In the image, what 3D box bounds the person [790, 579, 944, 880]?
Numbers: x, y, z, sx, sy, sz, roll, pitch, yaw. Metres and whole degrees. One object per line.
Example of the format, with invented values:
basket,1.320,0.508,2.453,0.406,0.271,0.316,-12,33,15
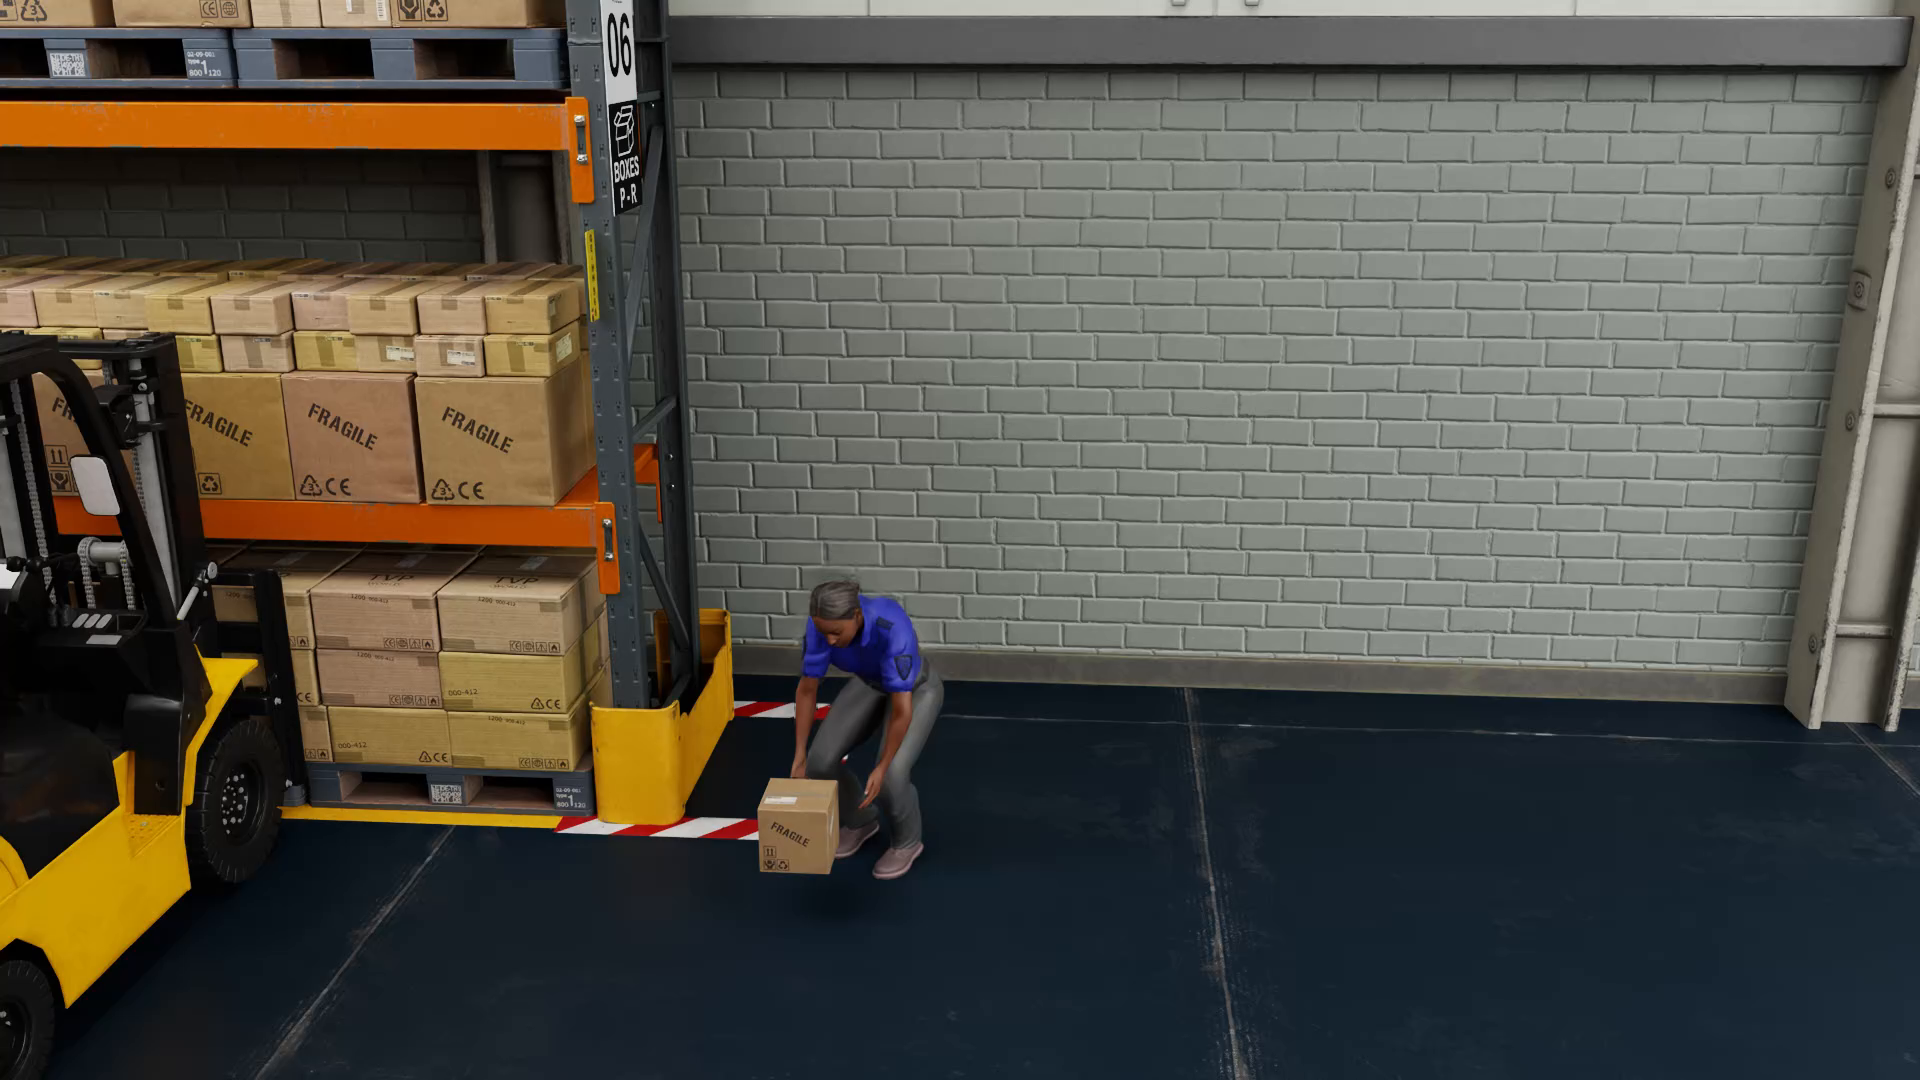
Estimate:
person,-0.320,0.659,6.215,0.501,1.223,0.706,11,20,30
